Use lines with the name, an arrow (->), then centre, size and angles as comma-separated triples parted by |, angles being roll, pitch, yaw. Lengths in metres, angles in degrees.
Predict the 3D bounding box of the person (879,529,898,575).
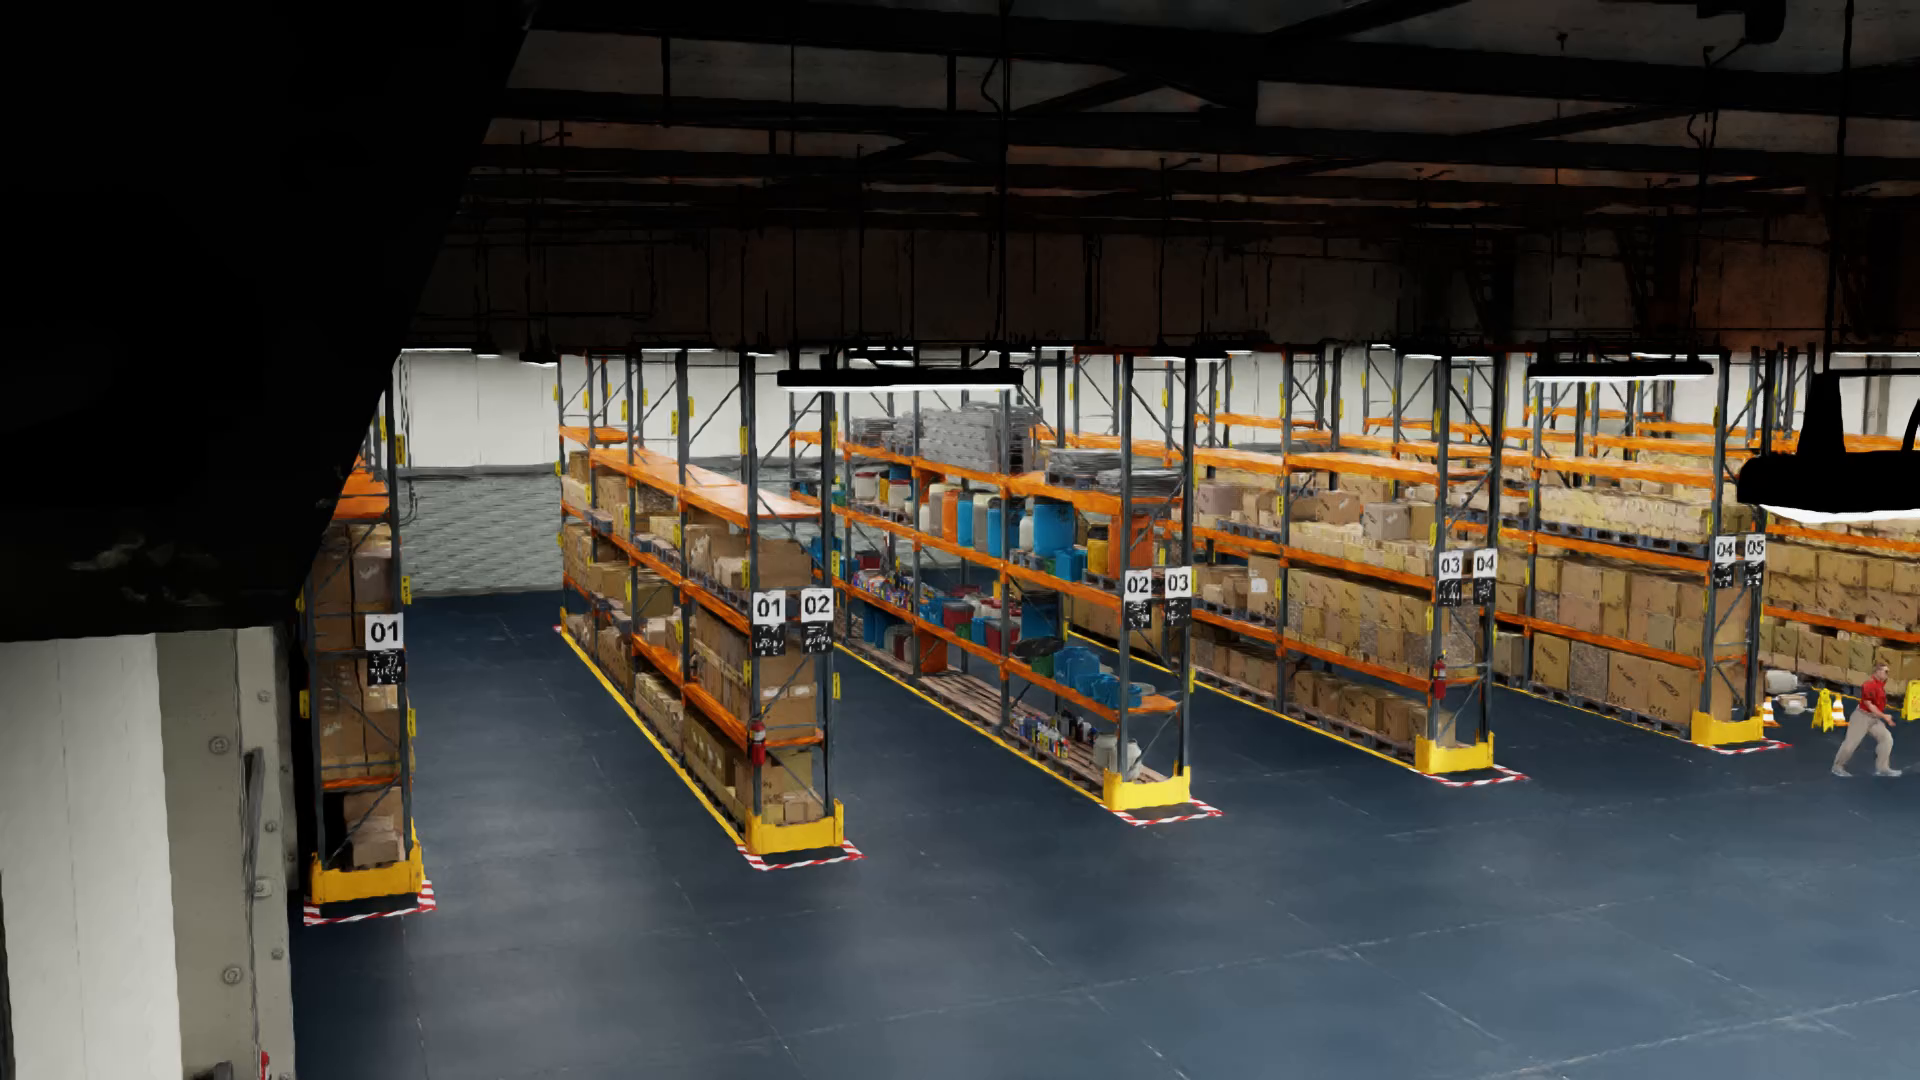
person -> -1.902, 0.164, 42.137 | 0.488, 1.667, 0.675 | 3, 8, 23

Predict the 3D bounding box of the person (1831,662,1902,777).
person -> 12.816, 2.526, 23.462 | 0.691, 1.668, 0.793 | -7, 10, -42
